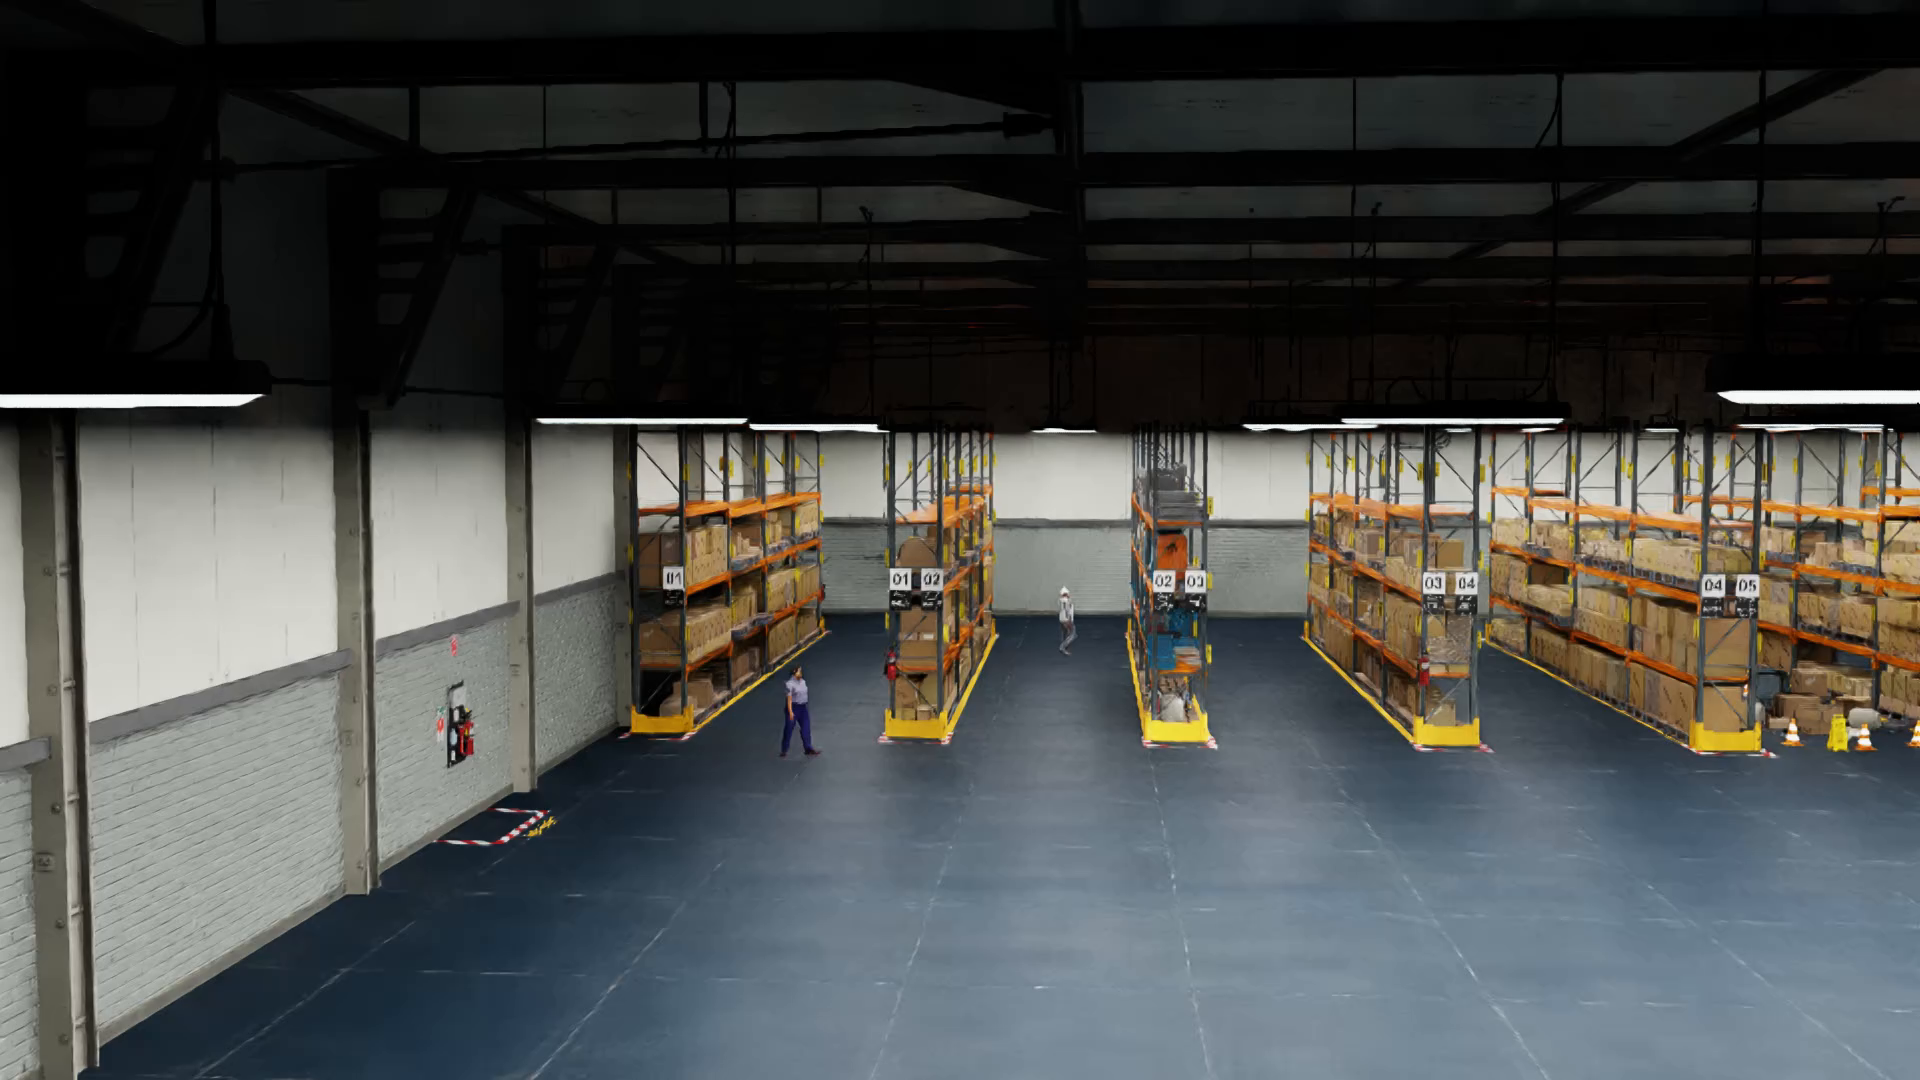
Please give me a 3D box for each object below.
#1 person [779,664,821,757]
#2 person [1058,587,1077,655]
[{"bbox_3d":[-2.883,3.024,29.595,0.527,1.627,0.708,3,4,36],"label":"person"},{"bbox_3d":[2.742,2.112,43.138,0.447,1.761,0.569,-1,4,-21],"label":"person"}]
